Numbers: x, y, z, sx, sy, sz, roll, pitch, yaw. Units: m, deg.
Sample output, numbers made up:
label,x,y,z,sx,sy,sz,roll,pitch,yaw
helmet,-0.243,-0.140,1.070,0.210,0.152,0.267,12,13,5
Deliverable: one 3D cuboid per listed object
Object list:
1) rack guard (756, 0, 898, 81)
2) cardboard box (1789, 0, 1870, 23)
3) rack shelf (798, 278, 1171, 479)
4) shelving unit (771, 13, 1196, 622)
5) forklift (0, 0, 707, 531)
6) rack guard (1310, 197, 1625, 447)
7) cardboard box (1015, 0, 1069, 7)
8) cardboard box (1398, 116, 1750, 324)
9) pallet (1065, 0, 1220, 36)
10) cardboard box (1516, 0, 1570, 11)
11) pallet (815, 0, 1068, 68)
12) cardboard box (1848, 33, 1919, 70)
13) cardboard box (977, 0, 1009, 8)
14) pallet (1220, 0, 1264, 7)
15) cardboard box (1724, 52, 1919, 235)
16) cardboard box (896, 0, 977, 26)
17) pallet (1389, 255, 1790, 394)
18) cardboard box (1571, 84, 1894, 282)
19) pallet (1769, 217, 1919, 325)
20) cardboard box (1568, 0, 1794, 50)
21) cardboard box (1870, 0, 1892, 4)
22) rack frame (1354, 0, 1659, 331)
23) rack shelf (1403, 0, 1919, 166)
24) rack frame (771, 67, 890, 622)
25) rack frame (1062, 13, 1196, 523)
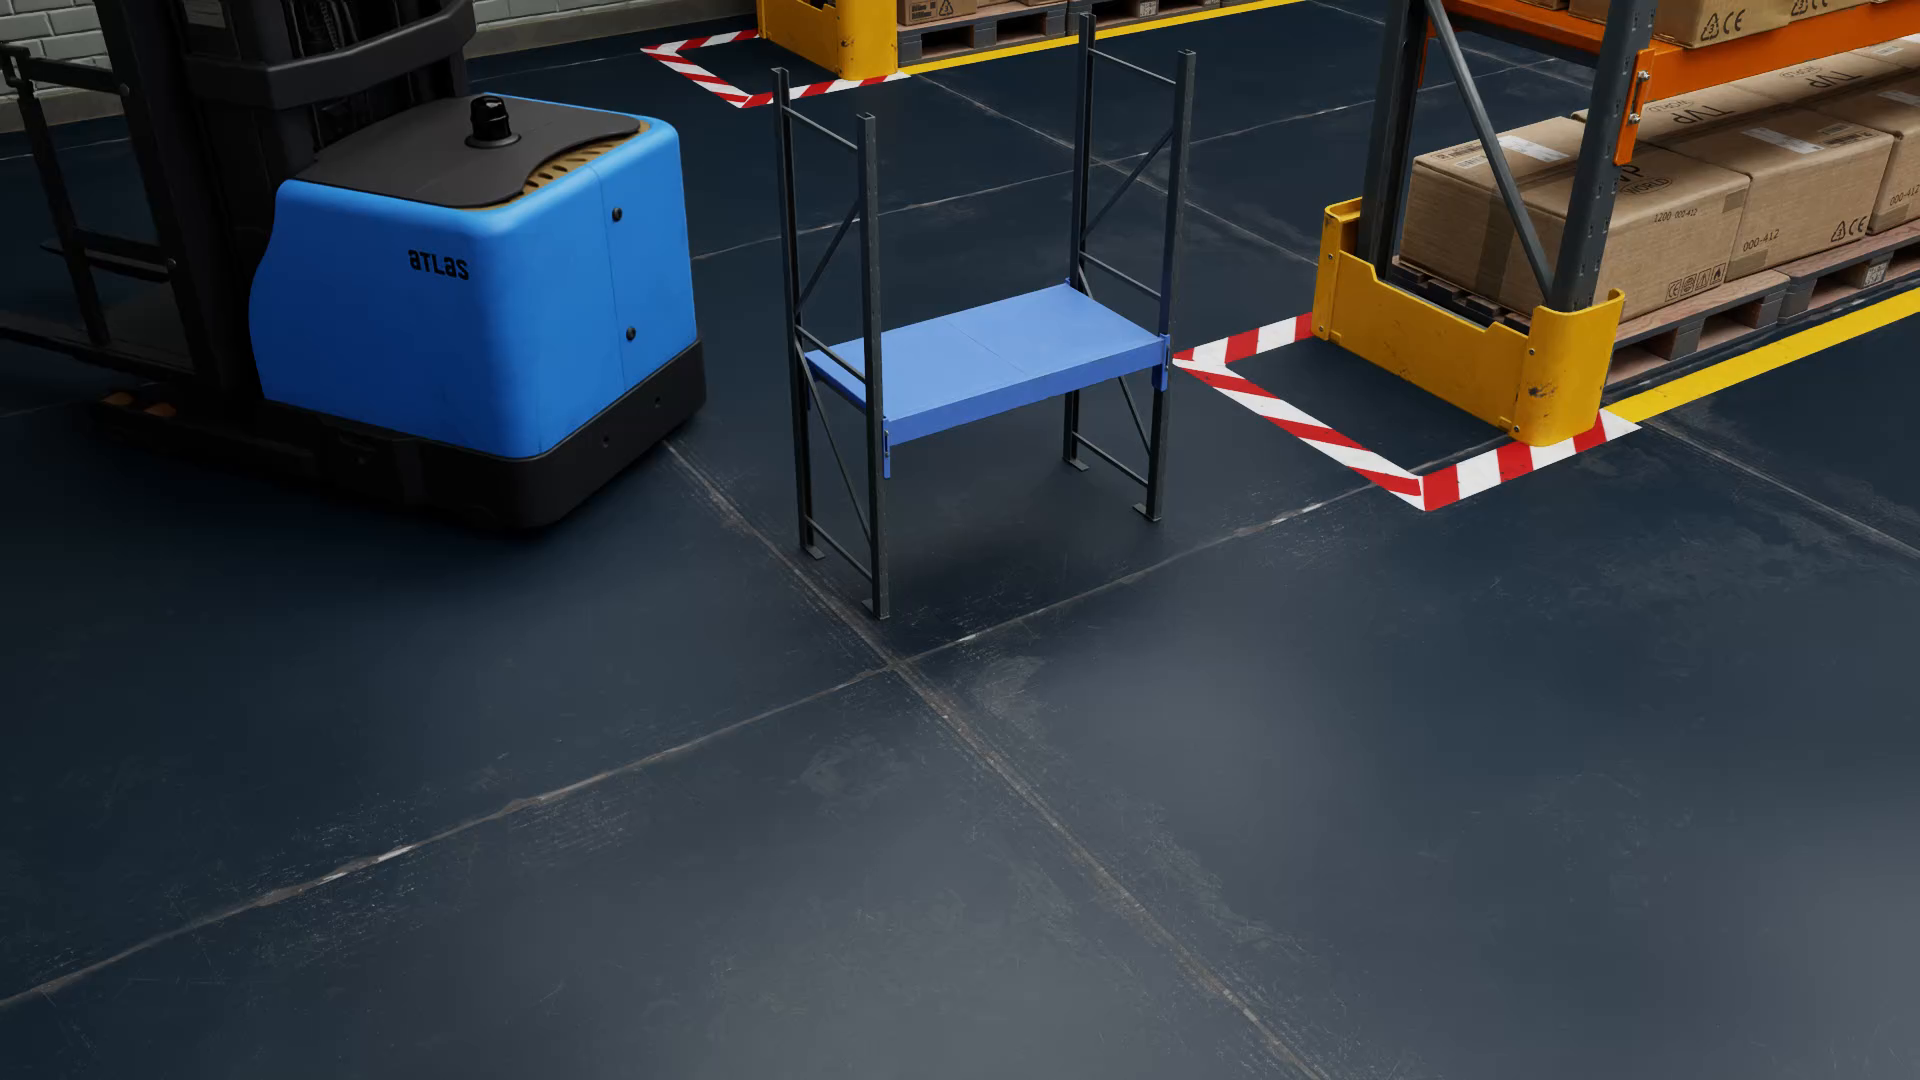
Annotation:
label,x,y,z,sx,sy,sz,roll,pitch,yaw
rack guard,-0.791,-3.085,9.672,0.348,0.500,1.175,-19,37,-27
cardboard box,2.807,-2.106,5.684,0.500,0.500,0.500,-20,37,-28
rack shelf,0.072,-0.507,4.985,1.000,0.185,0.538,-19,37,-27
shelving unit,0.072,-0.659,4.889,1.048,1.500,0.538,-19,37,-27
forklift,-2.461,-1.783,5.330,3.031,2.935,1.130,13,35,20
rack guard,1.818,-0.831,6.099,0.348,0.500,1.175,-19,37,-27
cardboard box,0.450,-3.605,10.102,0.500,0.500,0.700,-17,36,-25
cardboard box,2.338,-1.225,6.388,0.875,0.438,0.875,-20,38,-29
pallet,0.903,-3.544,10.671,1.213,0.211,1.003,-19,37,-27
cardboard box,2.100,-2.196,5.826,0.500,0.500,0.500,-19,37,-27
pallet,-0.121,-3.194,10.115,1.213,0.211,1.003,-19,37,-27
cardboard box,4.614,-2.012,7.636,0.875,0.438,0.875,-20,37,-28
cardboard box,0.089,-3.332,9.999,0.250,0.149,0.380,-21,38,-29
pallet,1.930,-3.899,11.233,1.213,0.211,1.003,-19,37,-27
cardboard box,3.862,-1.753,7.226,0.875,0.438,0.875,-20,37,-29
cardboard box,-0.289,-3.376,9.737,0.637,0.503,0.797,-21,38,-29
pallet,2.467,-0.982,6.609,1.213,0.211,1.003,-19,37,-27
cardboard box,3.103,-1.493,6.814,0.875,0.438,0.875,-18,36,-26
pallet,3.492,-1.333,7.165,1.213,0.211,1.003,-19,37,-27
cardboard box,2.397,-1.948,5.433,0.500,0.500,0.500,-19,37,-28
cardboard box,3.244,-2.245,5.904,0.500,0.500,0.500,-19,37,-28
rack frame,1.838,-1.895,5.443,0.127,3.000,1.000,-19,37,-27
rack shelf,3.519,-2.169,6.552,4.000,0.370,1.077,-19,37,-27
rack frame,-0.356,-0.512,4.656,0.032,1.500,0.500,-19,37,-27
rack frame,0.499,-0.806,5.122,0.032,1.500,0.500,-19,37,-27
